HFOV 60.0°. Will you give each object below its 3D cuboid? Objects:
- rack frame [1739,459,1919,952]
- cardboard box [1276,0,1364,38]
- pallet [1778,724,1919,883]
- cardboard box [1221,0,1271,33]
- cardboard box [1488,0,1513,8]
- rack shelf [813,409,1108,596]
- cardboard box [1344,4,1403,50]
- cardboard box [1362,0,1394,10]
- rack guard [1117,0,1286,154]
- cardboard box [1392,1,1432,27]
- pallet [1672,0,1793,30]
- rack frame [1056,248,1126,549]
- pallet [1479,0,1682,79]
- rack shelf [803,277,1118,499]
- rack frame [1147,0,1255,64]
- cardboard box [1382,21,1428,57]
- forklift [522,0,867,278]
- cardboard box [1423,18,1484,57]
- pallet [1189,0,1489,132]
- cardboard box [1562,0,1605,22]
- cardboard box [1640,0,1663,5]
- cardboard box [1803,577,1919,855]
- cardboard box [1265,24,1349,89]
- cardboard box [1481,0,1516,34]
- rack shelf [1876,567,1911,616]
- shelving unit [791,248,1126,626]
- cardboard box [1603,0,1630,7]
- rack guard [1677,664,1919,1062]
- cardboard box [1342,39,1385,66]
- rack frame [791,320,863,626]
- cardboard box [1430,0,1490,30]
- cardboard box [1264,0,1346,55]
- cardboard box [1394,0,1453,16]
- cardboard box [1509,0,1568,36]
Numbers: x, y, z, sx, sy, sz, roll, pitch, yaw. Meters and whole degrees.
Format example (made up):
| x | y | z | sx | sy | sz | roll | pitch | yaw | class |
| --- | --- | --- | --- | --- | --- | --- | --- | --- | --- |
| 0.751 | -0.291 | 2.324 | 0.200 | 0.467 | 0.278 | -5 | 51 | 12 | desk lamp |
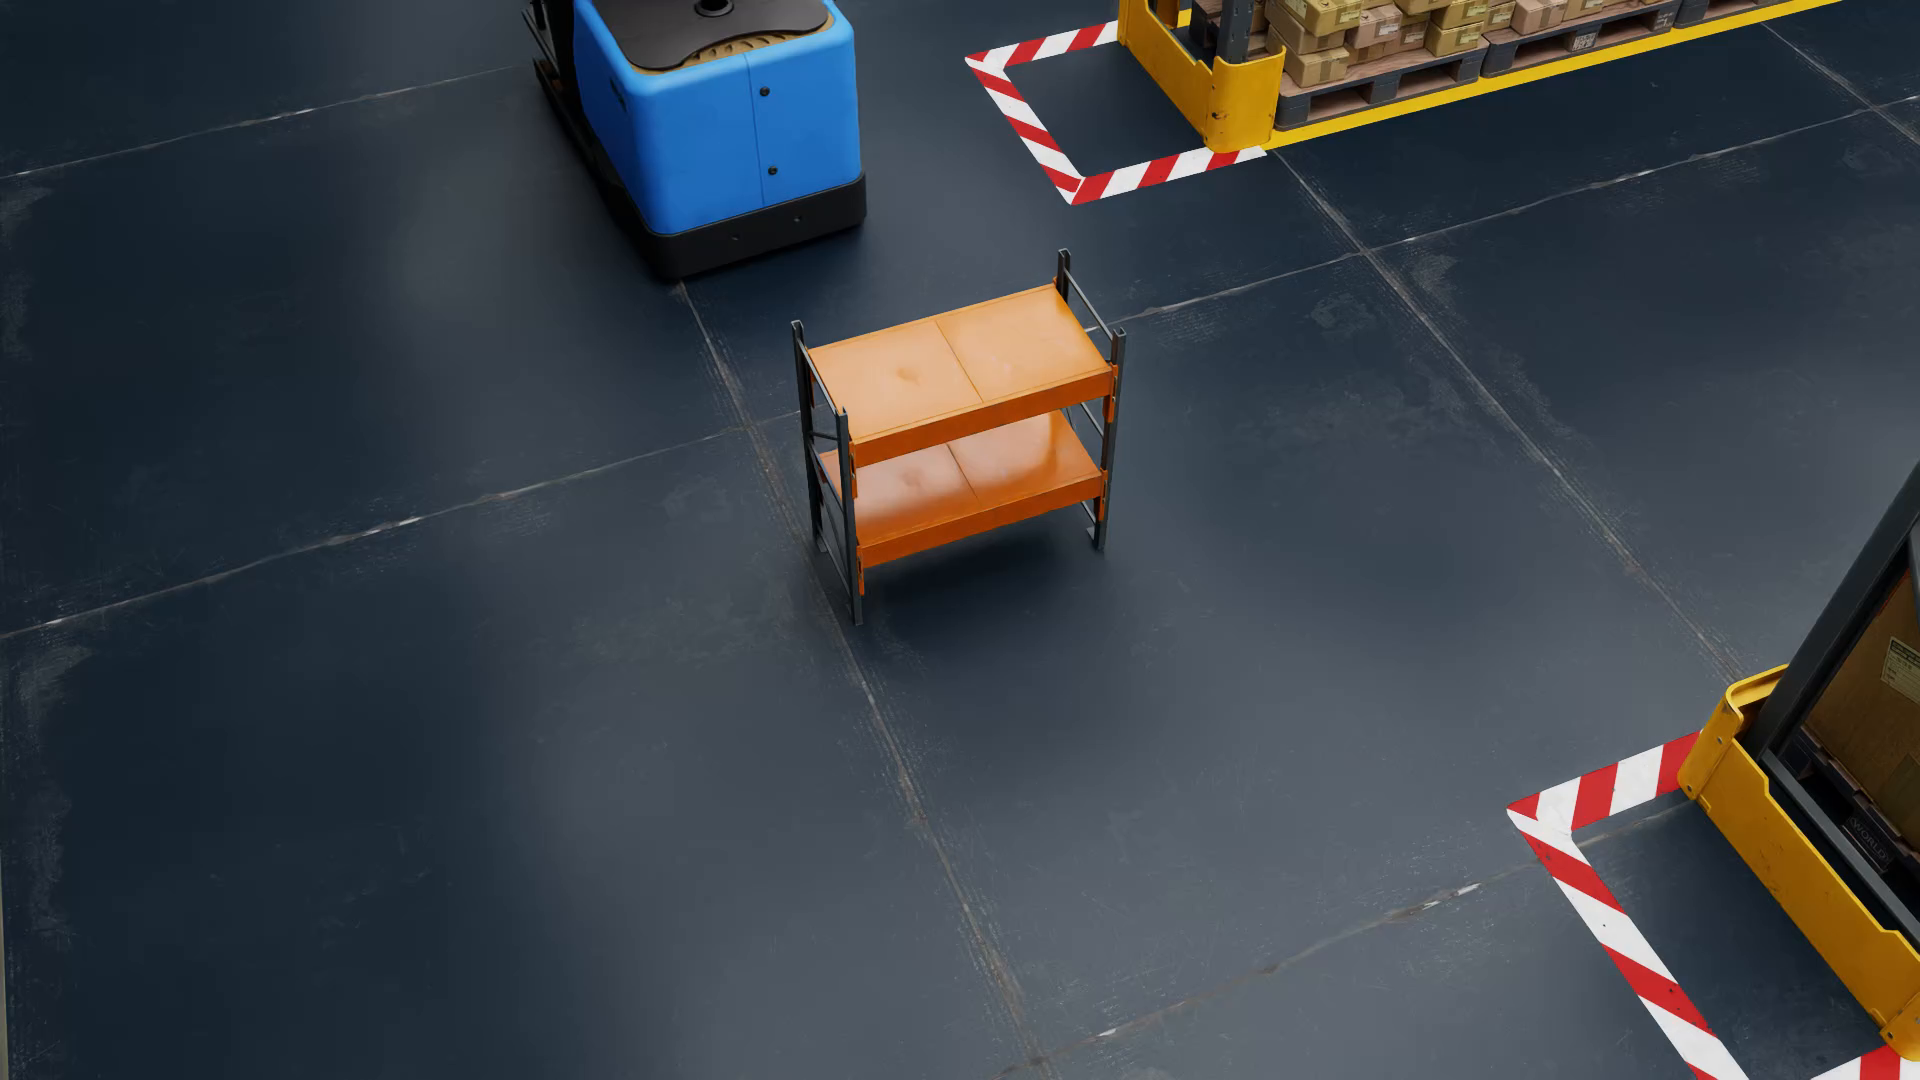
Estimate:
| x | y | z | sx | sy | sz | roll | pitch | yaw | class |
| --- | --- | --- | --- | --- | --- | --- | --- | --- | --- |
| 2.910 | 0.200 | 4.441 | 0.127 | 3.000 | 1.000 | -17 | 52 | -14 | rack frame |
| 1.742 | -2.626 | 8.079 | 0.250 | 0.149 | 0.380 | -19 | 52 | -16 | cardboard box |
| 3.621 | 0.825 | 5.744 | 1.213 | 0.211 | 1.003 | -17 | 52 | -14 | pallet |
| 1.537 | -2.818 | 8.636 | 0.250 | 0.149 | 0.380 | -16 | 51 | -14 | cardboard box |
| 2.667 | -2.899 | 8.509 | 0.250 | 0.149 | 0.380 | -19 | 52 | -16 | cardboard box |
| -0.006 | -0.205 | 6.348 | 1.000 | 0.278 | 0.538 | -17 | 52 | -14 | rack shelf |
| 1.985 | -2.626 | 8.275 | 0.250 | 0.149 | 0.380 | -17 | 52 | -14 | cardboard box |
| 1.952 | -2.789 | 8.219 | 0.250 | 0.149 | 0.380 | -16 | 51 | -14 | cardboard box |
| 1.199 | -2.520 | 8.425 | 0.348 | 0.500 | 1.175 | -17 | 52 | -14 | rack guard |
| 2.179 | -2.758 | 8.389 | 0.250 | 0.149 | 0.380 | -17 | 51 | -14 | cardboard box |
| 4.223 | -3.334 | 9.314 | 1.213 | 0.211 | 1.003 | -17 | 52 | -14 | pallet |
| 0.464 | -0.510 | 6.288 | 0.032 | 1.125 | 0.500 | -17 | 52 | -14 | rack frame |
| 3.092 | -2.981 | 9.011 | 1.213 | 0.211 | 1.003 | -17 | 52 | -14 | pallet |
| -0.006 | -0.555 | 5.940 | 1.000 | 0.278 | 0.538 | -17 | 52 | -14 | rack shelf |
| 1.128 | -3.312 | 7.458 | 0.127 | 3.000 | 1.000 | -17 | 52 | -14 | rack frame |
| 2.173 | -2.654 | 8.495 | 0.250 | 0.149 | 0.380 | -17 | 51 | -14 | cardboard box |
| -1.532 | -3.269 | 7.466 | 1.130 | 2.935 | 3.031 | -20 | 52 | -16 | forklift |
| 2.451 | -2.651 | 8.492 | 0.250 | 0.149 | 0.380 | -17 | 51 | -14 | cardboard box |
| 1.964 | -2.634 | 8.713 | 1.213 | 0.211 | 1.003 | -17 | 52 | -14 | pallet |
| 3.161 | -2.899 | 8.705 | 0.250 | 0.149 | 0.380 | -17 | 52 | -14 | cardboard box |
| 3.639 | -3.019 | 8.808 | 0.250 | 0.149 | 0.380 | -17 | 52 | -14 | cardboard box |
| 3.472 | 0.516 | 5.294 | 0.875 | 0.875 | 0.875 | -17 | 52 | -14 | cardboard box |
| 1.734 | -2.446 | 8.316 | 0.250 | 0.149 | 0.380 | -16 | 51 | -14 | cardboard box |
| 2.651 | -2.791 | 8.612 | 0.250 | 0.149 | 0.380 | -17 | 51 | -14 | cardboard box |
| 4.762 | -0.139 | 5.207 | 4.000 | 0.370 | 1.077 | -17 | 52 | -14 | rack shelf |
| -0.006 | -0.365 | 6.162 | 1.048 | 1.125 | 0.538 | -17 | 52 | -14 | shelving unit |
| 3.372 | -2.991 | 8.785 | 0.250 | 0.149 | 0.380 | -16 | 51 | -14 | cardboard box |
| 2.888 | 1.022 | 5.384 | 0.348 | 0.500 | 1.175 | -17 | 52 | -14 | rack guard |
| 1.946 | -2.578 | 8.430 | 0.250 | 0.149 | 0.380 | -17 | 52 | -14 | cardboard box |
| -0.477 | -0.219 | 6.037 | 0.032 | 1.125 | 0.500 | -17 | 52 | -14 | rack frame |
| 2.457 | -2.756 | 8.386 | 0.250 | 0.149 | 0.380 | -16 | 51 | -13 | cardboard box |
| 1.711 | -2.587 | 8.242 | 0.250 | 0.149 | 0.380 | -15 | 51 | -13 | cardboard box |
| 2.233 | -2.771 | 8.204 | 0.250 | 0.149 | 0.380 | -17 | 52 | -14 | cardboard box |
| 2.915 | -2.801 | 8.621 | 0.250 | 0.149 | 0.380 | -20 | 52 | -16 | cardboard box |
